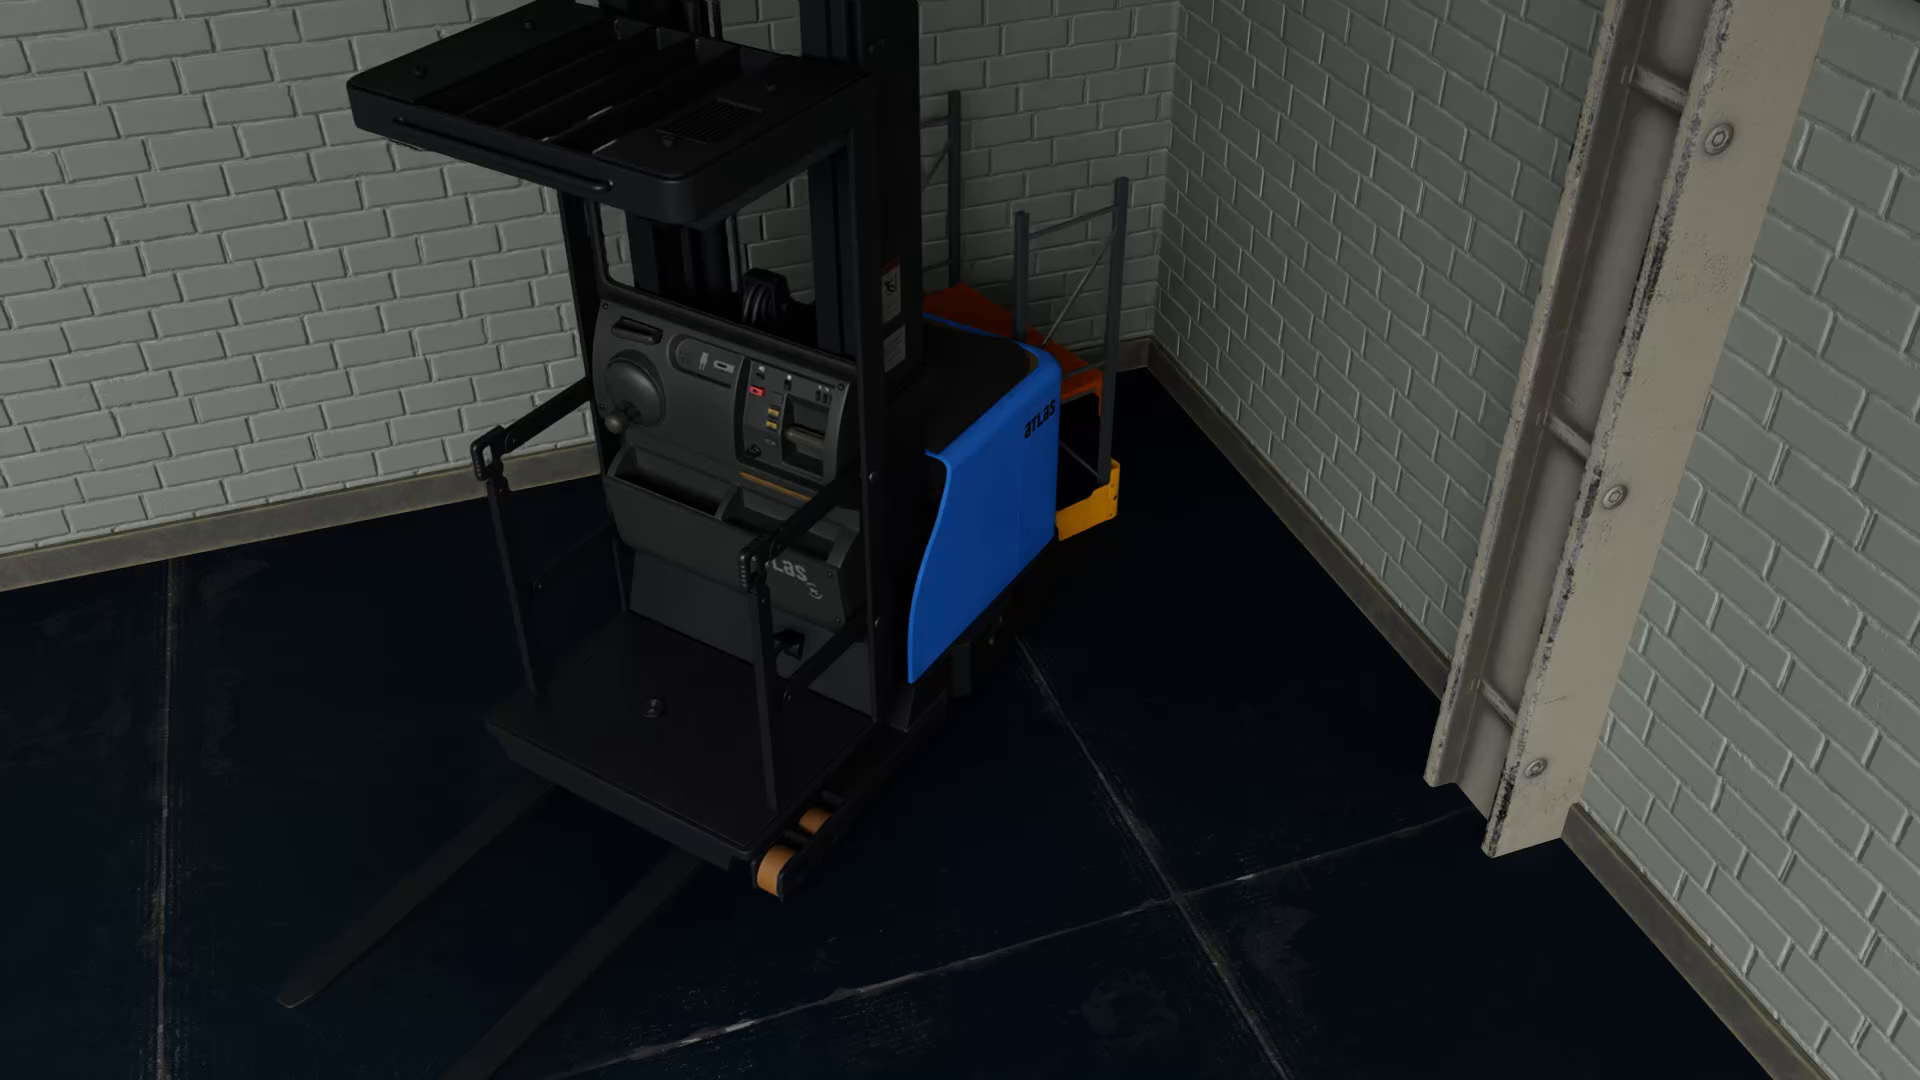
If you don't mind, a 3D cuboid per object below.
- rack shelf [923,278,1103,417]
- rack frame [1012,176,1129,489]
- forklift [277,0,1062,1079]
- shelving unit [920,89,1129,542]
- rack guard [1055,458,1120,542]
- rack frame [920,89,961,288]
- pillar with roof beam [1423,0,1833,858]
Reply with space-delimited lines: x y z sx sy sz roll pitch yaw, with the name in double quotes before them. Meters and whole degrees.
"rack shelf" 0.096 -0.719 6.757 0.538 0.185 1.000 -24 43 -28
"rack frame" 0.399 -0.617 6.323 0.500 1.500 0.032 -24 43 -28
"forklift" -0.835 -0.369 4.804 1.130 2.935 3.031 21 42 25
"shelving unit" 0.102 -0.858 6.643 0.587 1.500 1.083 -24 43 -28
"rack guard" 0.398 -0.118 6.699 0.587 0.250 0.087 -24 43 -28
"rack frame" -0.207 -1.108 6.975 0.500 1.500 0.032 -24 43 -28
"pillar with roof beam" -2.251 -1.817 1.682 9.100 9.000 0.400 -12 39 -16
